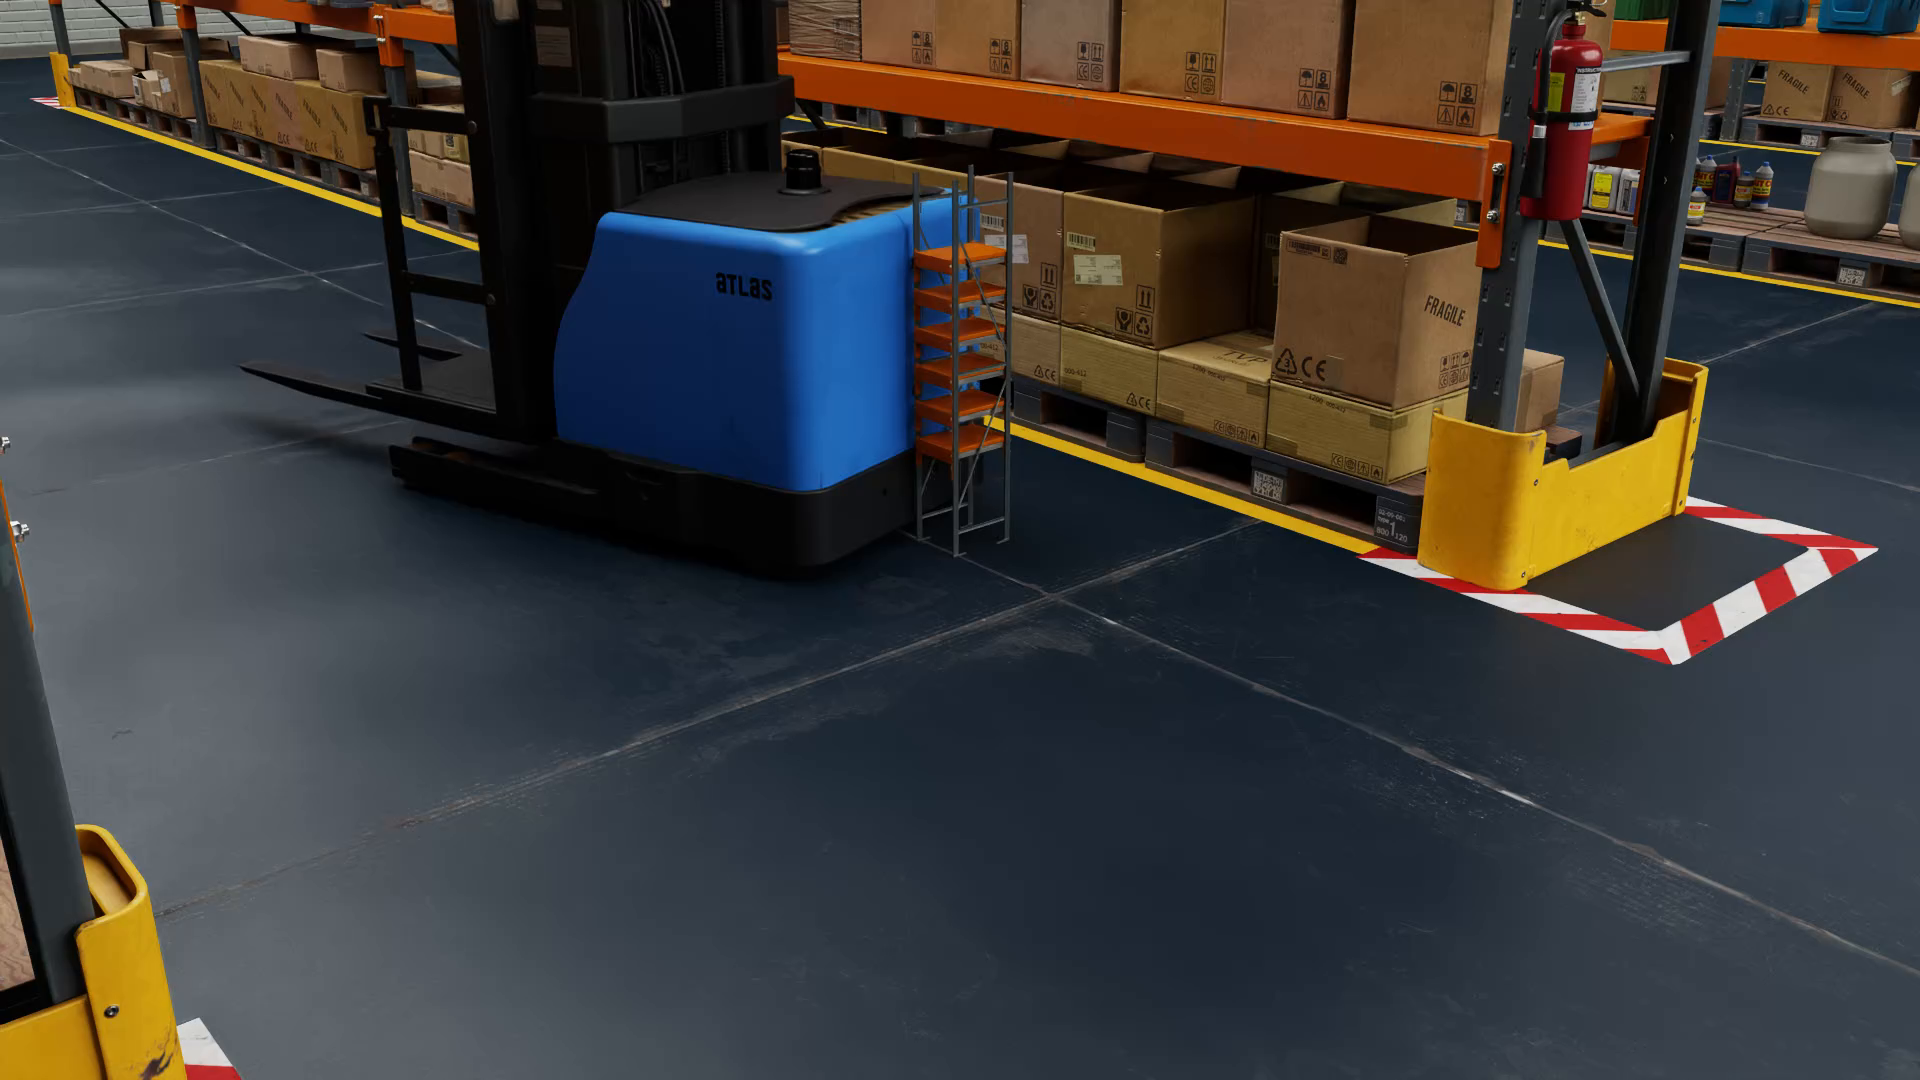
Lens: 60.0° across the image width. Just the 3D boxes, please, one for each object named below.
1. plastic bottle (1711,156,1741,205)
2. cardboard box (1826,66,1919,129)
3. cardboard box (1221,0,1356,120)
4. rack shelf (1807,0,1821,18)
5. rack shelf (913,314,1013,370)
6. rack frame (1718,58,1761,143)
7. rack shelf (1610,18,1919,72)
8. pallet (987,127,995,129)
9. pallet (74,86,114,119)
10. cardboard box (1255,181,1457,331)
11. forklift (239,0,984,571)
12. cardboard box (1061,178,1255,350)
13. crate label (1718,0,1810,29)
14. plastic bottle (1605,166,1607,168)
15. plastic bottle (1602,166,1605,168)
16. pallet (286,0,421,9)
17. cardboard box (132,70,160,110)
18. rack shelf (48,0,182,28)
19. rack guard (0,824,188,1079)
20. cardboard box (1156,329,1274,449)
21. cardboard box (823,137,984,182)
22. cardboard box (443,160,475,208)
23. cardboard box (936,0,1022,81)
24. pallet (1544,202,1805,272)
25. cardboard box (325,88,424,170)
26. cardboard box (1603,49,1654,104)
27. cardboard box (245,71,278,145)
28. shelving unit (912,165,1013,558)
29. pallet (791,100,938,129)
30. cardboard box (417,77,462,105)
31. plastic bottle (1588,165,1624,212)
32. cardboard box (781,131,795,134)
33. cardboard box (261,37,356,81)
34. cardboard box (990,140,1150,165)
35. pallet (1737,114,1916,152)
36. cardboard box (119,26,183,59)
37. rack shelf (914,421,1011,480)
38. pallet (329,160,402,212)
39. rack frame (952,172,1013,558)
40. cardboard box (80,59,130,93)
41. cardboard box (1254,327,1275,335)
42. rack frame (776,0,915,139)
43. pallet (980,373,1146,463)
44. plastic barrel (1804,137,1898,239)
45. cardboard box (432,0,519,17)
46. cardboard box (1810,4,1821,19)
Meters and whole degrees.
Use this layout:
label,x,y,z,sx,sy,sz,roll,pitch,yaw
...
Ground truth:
label,x,y,z,sx,sy,sz,roll,pitch,yaw
plastic bottle,4.643,-2.184,10.069,0.061,0.283,0.133,-17,27,-37
cardboard box,7.476,-3.641,13.520,0.500,0.500,0.500,-9,23,-21
cardboard box,1.328,-1.746,5.693,0.700,0.500,0.500,-17,27,-36
rack shelf,8.171,-3.999,12.567,1.077,0.370,4.000,-17,27,-37
rack shelf,0.009,-0.625,5.227,0.258,0.103,0.180,-17,27,-37
rack frame,6.865,-4.886,13.846,1.000,3.000,0.127,-17,27,-37
rack shelf,4.419,-2.820,9.556,1.077,0.370,4.000,-17,27,-37
pallet,0.978,-3.291,13.596,1.003,0.211,1.213,-17,27,-37
pallet,-7.904,-4.305,16.186,1.003,0.211,1.213,-17,27,-37
cardboard box,1.460,-1.027,6.159,0.500,0.500,0.500,-17,27,-37
forklift,-1.434,-1.659,5.702,3.031,2.935,1.130,13,25,30
cardboard box,0.730,-1.038,6.188,0.500,0.500,0.500,-17,27,-37
crate label,4.318,-3.063,9.142,0.502,0.435,0.616,-17,27,-37
plastic bottle,4.111,-2.324,10.427,0.061,0.283,0.133,-17,27,-37
plastic bottle,3.822,-2.195,10.106,0.152,0.276,0.135,-17,27,-37
pallet,-3.748,-3.715,11.120,1.213,0.211,1.003,-17,27,-37
cardboard box,-6.940,-3.989,14.640,0.500,0.311,0.500,-17,27,-37
rack shelf,-7.169,-4.957,15.013,1.077,0.370,4.000,-17,27,-37
rack guard,-1.831,0.899,2.502,1.175,0.500,0.348,-17,27,-37
cardboard box,1.060,-0.552,5.975,0.500,0.250,0.500,-17,27,-37
cardboard box,-0.244,-1.454,7.251,0.500,0.500,0.500,-17,27,-37
cardboard box,-2.805,-2.196,10.172,0.500,0.250,0.500,-18,28,-39
cardboard box,0.326,-2.171,6.776,0.700,0.500,0.500,-17,27,-37
pallet,4.321,-1.876,9.984,1.003,0.211,1.213,-17,27,-37
cardboard box,-4.041,-2.878,11.542,0.500,0.500,0.500,-16,27,-35
cardboard box,6.184,-4.238,15.016,0.700,0.500,0.500,-18,27,-38
cardboard box,-5.056,-3.304,12.631,0.500,0.500,0.500,-17,27,-37
shelving unit,0.009,-0.555,5.255,0.258,1.200,0.189,-17,27,-37
pallet,-0.836,-4.059,15.557,1.003,0.211,1.213,-17,27,-37
cardboard box,-3.679,-3.012,11.886,0.500,0.500,0.500,-19,28,-39
plastic bottle,3.848,-2.136,9.853,0.144,0.351,0.185,-16,27,-35
cardboard box,-1.046,-2.018,8.950,0.500,0.311,0.500,-18,28,-38
cardboard box,-4.752,-3.523,12.162,0.500,0.250,0.500,-18,28,-38
cardboard box,0.473,-1.439,7.212,0.500,0.500,0.500,-17,27,-37
pallet,7.331,-3.411,13.903,1.003,0.211,1.213,-17,27,-37
cardboard box,-7.933,-4.794,16.434,0.500,0.500,0.500,-17,27,-37
rack shelf,0.009,-0.290,5.359,0.258,0.103,0.180,-17,27,-37
pallet,-3.711,-2.551,11.708,1.003,0.211,1.213,-17,27,-37
rack frame,0.069,-0.529,5.190,0.240,1.200,0.006,-17,27,-37
cardboard box,-8.008,-4.413,15.805,0.500,0.250,0.500,-17,27,-37
cardboard box,1.459,-0.677,6.295,0.500,0.250,0.500,-17,27,-37
rack frame,-0.642,-2.529,7.828,1.000,3.000,0.127,-17,27,-37
pallet,0.646,-0.664,6.889,1.003,0.211,1.213,-17,27,-37
plastic barrel,4.909,-1.941,9.163,0.421,0.512,0.421,0,21,0
cardboard box,-2.816,-3.299,9.917,0.500,0.311,0.500,-18,28,-38
cardboard box,9.589,-5.605,18.189,1.050,0.750,0.750,-17,27,-37
